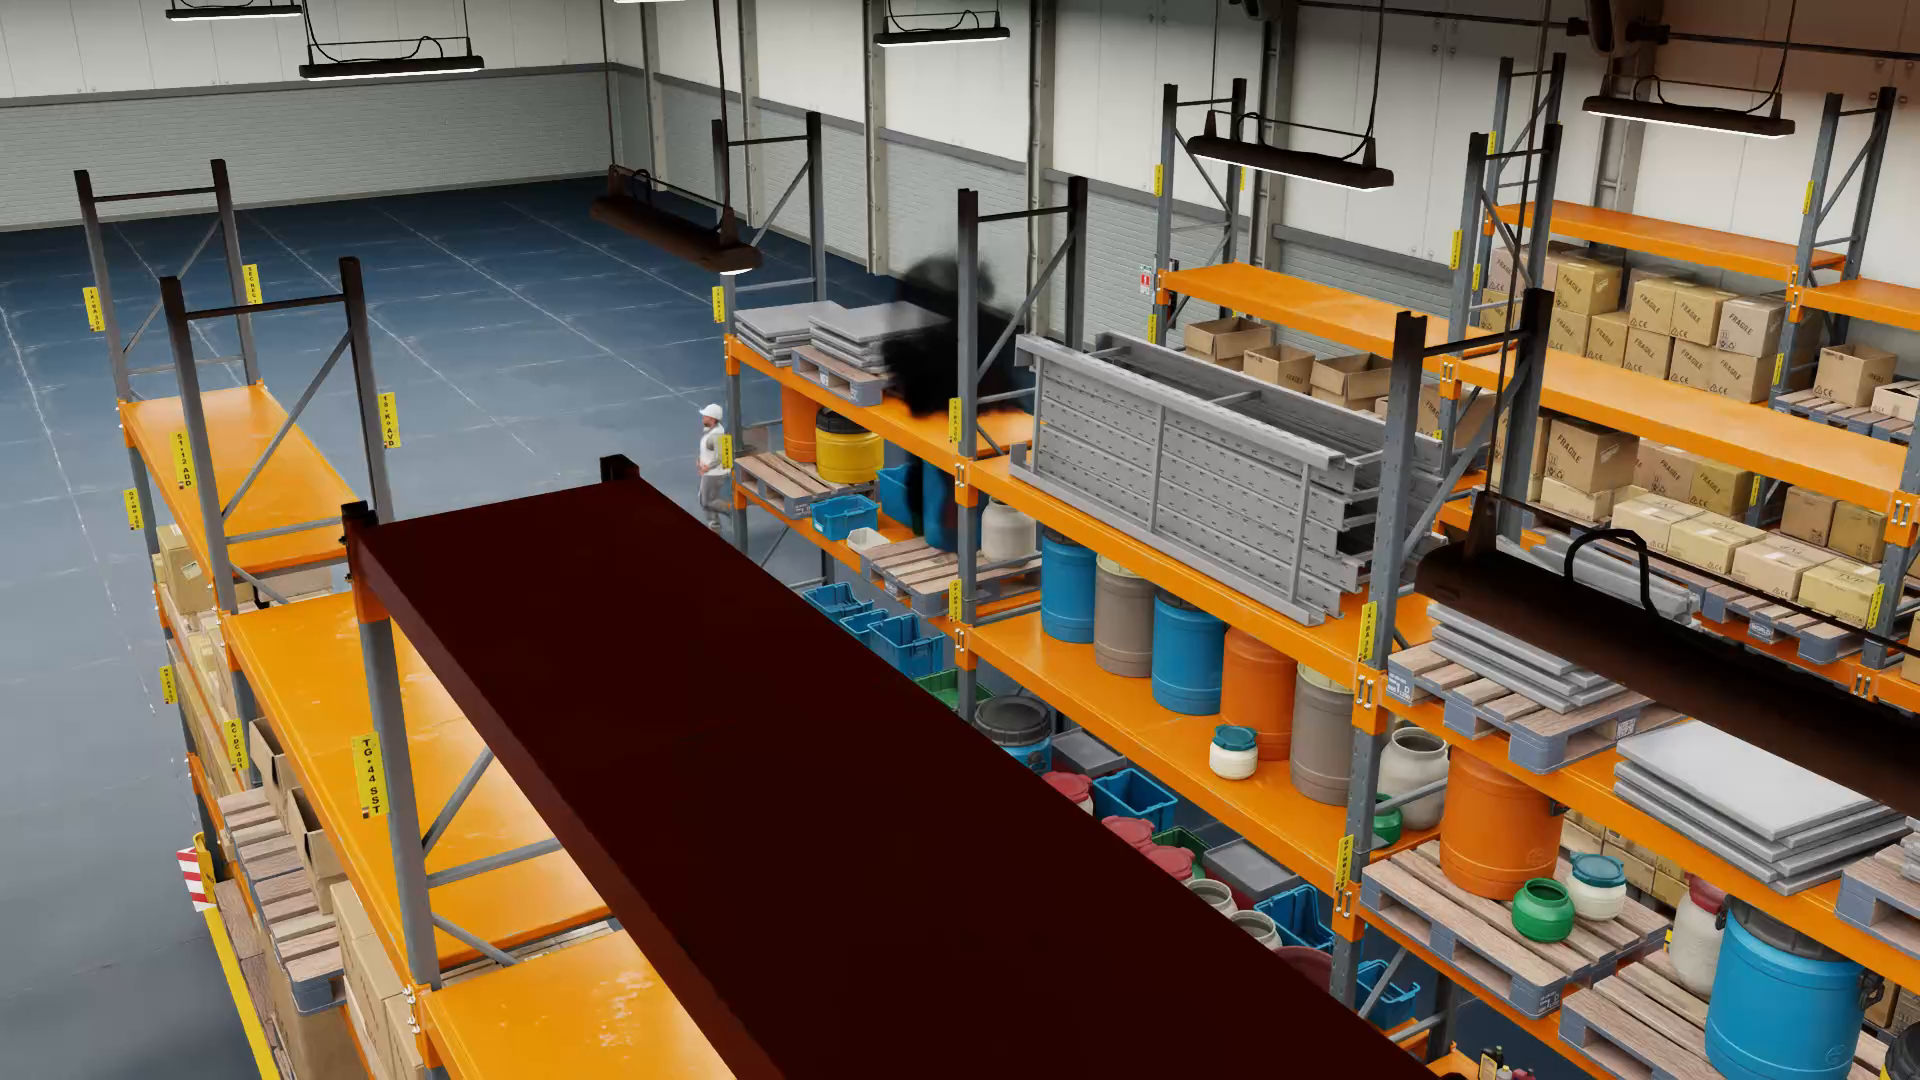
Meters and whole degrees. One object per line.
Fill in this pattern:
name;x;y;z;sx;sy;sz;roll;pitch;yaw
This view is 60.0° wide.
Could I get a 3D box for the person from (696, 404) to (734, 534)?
person;-3.095;-0.903;21.316;0.618;1.745;0.668;-4;22;-10
